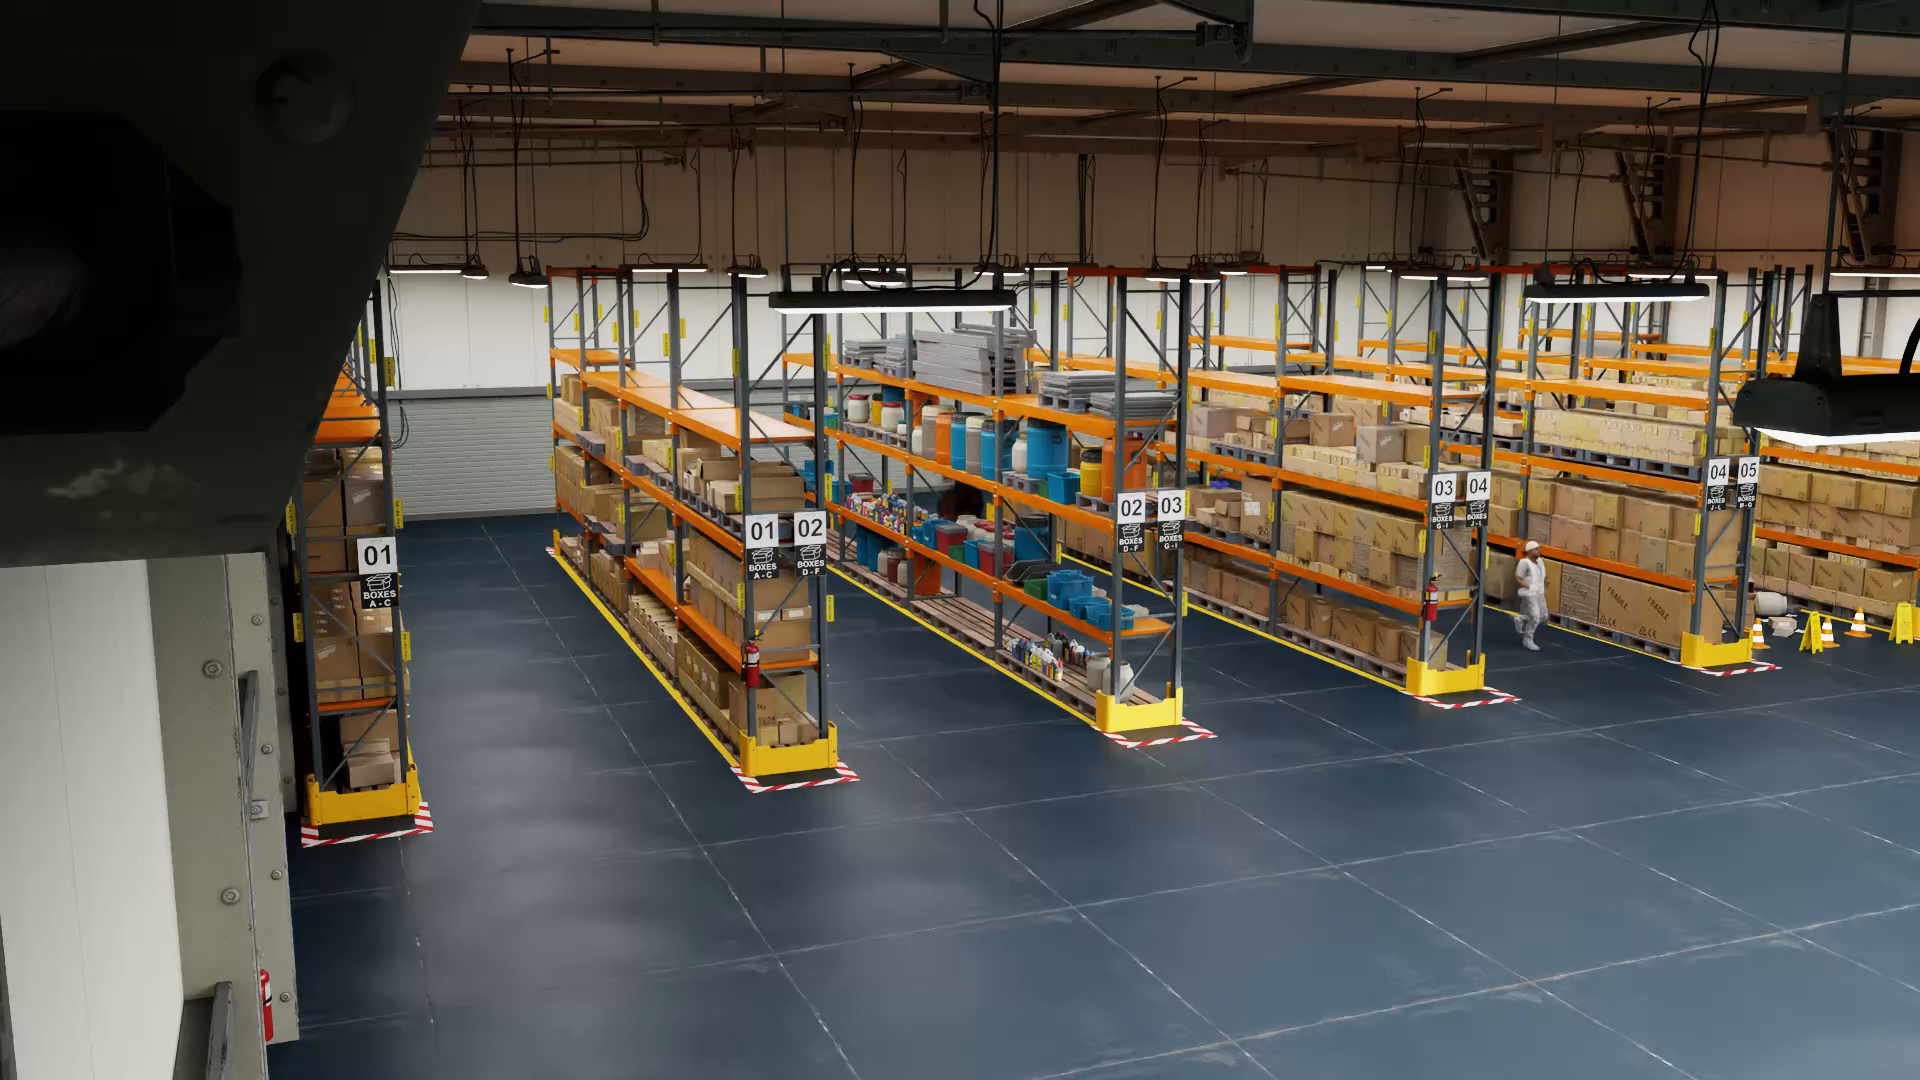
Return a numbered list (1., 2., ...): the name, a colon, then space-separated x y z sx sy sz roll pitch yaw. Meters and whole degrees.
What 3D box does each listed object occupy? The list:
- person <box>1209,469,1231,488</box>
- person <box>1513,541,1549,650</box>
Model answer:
1. person: 5.576 -0.648 35.757 0.570 1.556 0.929 -4 11 -23
2. person: 9.144 0.873 26.682 0.718 1.739 0.627 -8 13 -40
